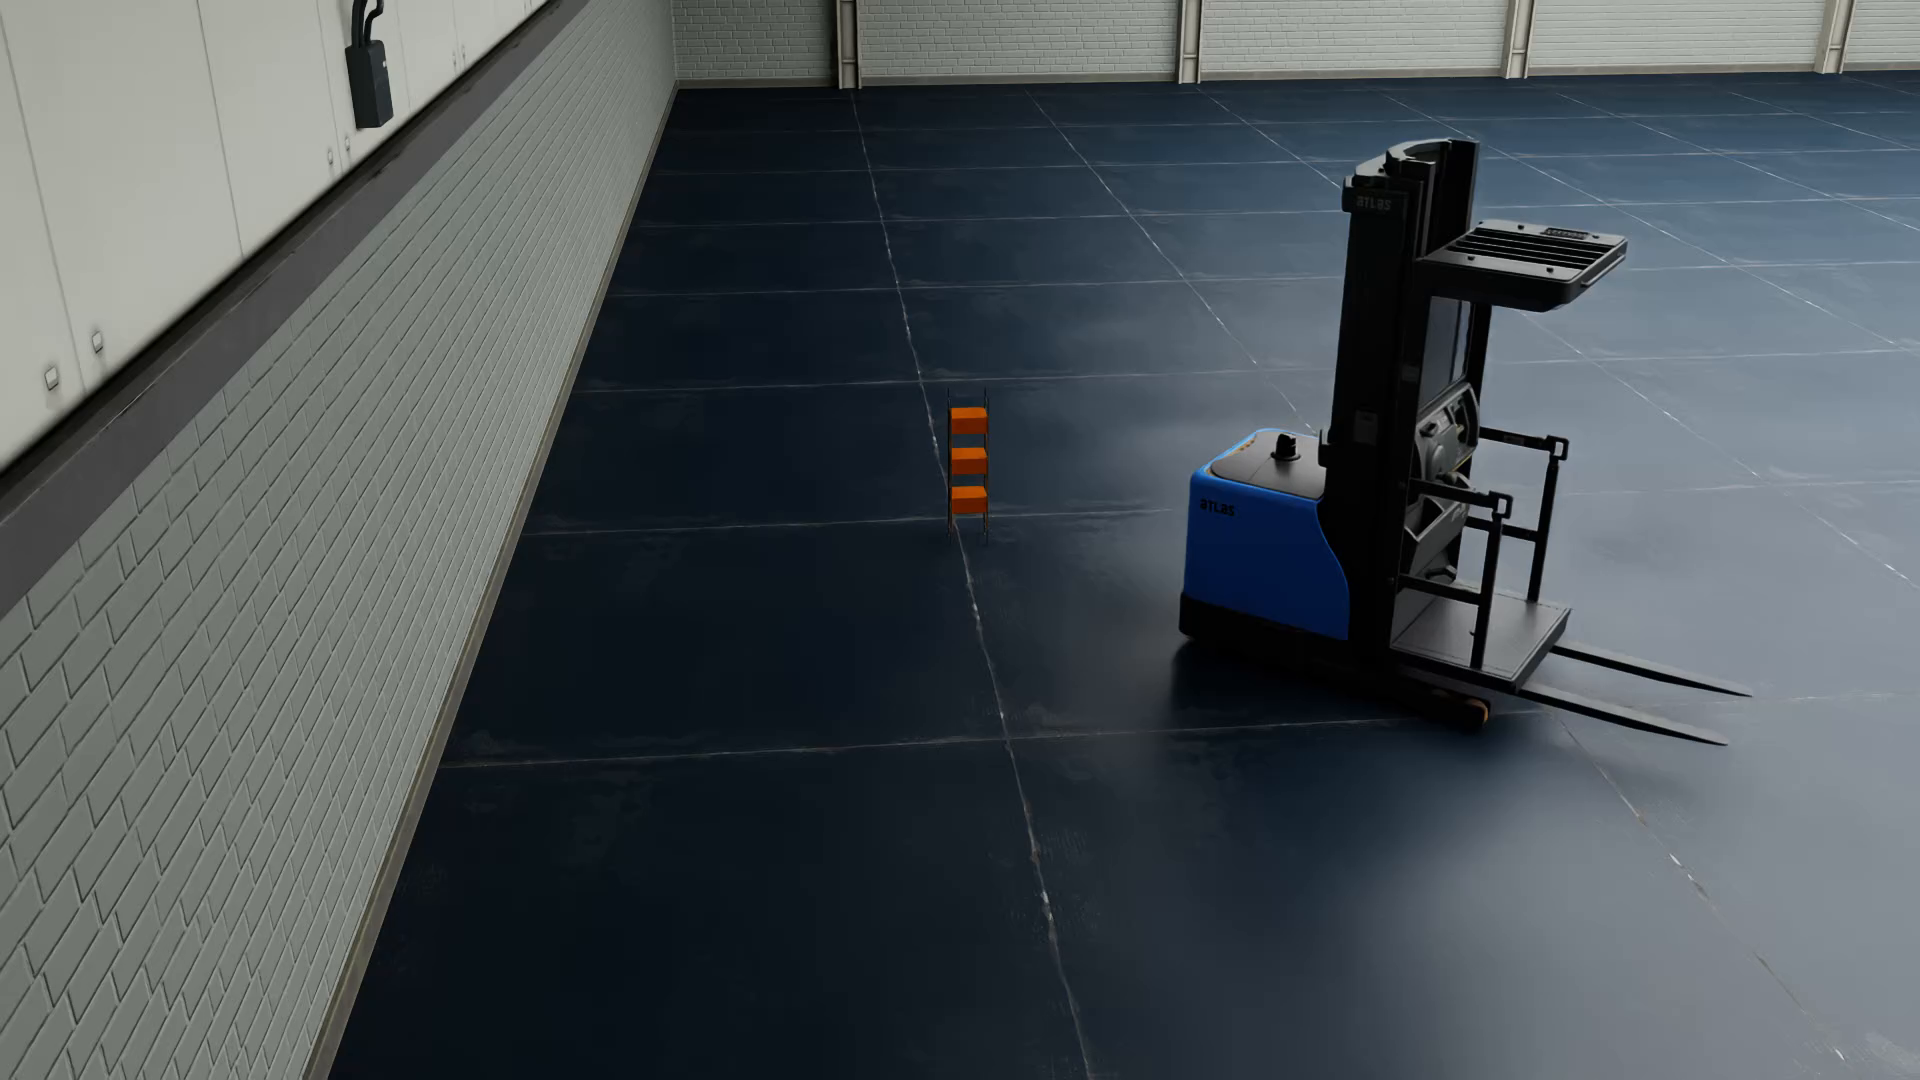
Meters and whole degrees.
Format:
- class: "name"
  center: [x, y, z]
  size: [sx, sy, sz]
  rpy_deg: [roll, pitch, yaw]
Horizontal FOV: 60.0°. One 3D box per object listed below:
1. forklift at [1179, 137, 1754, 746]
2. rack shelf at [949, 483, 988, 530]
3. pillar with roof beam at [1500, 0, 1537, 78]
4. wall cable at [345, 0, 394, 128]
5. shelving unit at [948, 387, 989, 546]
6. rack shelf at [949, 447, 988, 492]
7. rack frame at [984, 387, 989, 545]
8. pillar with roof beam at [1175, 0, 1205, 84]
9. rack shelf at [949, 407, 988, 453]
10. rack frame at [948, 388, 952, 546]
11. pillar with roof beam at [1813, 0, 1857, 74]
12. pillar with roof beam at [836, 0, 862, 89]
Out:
- class: "forklift"
  center: [2.805, -0.561, 8.904]
  size: [3.031, 2.935, 1.130]
  rpy_deg: [16, 28, 31]
- class: "rack shelf"
  center: [0.053, -0.218, 11.159]
  size: [0.240, 0.259, 0.215]
  rpy_deg: [-2, 24, -5]
- class: "pillar with roof beam"
  center: [10.440, -10.759, 24.376]
  size: [0.400, 9.000, 9.100]
  rpy_deg: [-2, 24, -5]
- class: "wall cable"
  center: [-2.808, -5.096, 7.449]
  size: [0.169, 6.003, 2.305]
  rpy_deg: [-2, 24, -5]
- class: "shelving unit"
  center: [0.053, -0.482, 11.042]
  size: [0.252, 1.050, 0.215]
  rpy_deg: [-2, 24, -5]
- class: "rack shelf"
  center: [0.053, -0.472, 11.046]
  size: [0.240, 0.259, 0.215]
  rpy_deg: [-2, 24, -5]
- class: "rack frame"
  center: [0.175, -0.487, 11.053]
  size: [0.008, 1.050, 0.200]
  rpy_deg: [-2, 24, -5]
- class: "pillar with roof beam"
  center: [4.469, -10.519, 23.837]
  size: [0.400, 9.000, 9.100]
  rpy_deg: [-2, 24, -5]
- class: "rack shelf"
  center: [0.053, -0.732, 10.931]
  size: [0.240, 0.259, 0.215]
  rpy_deg: [-2, 24, -5]
- class: "rack frame"
  center: [-0.068, -0.477, 11.031]
  size: [0.008, 1.050, 0.200]
  rpy_deg: [-2, 24, -5]
- class: "pillar with roof beam"
  center: [16.411, -10.998, 24.915]
  size: [0.400, 9.000, 9.100]
  rpy_deg: [-2, 24, -5]
- class: "pillar with roof beam"
  center: [-1.502, -10.280, 23.298]
  size: [0.400, 9.000, 9.100]
  rpy_deg: [-2, 24, -5]
